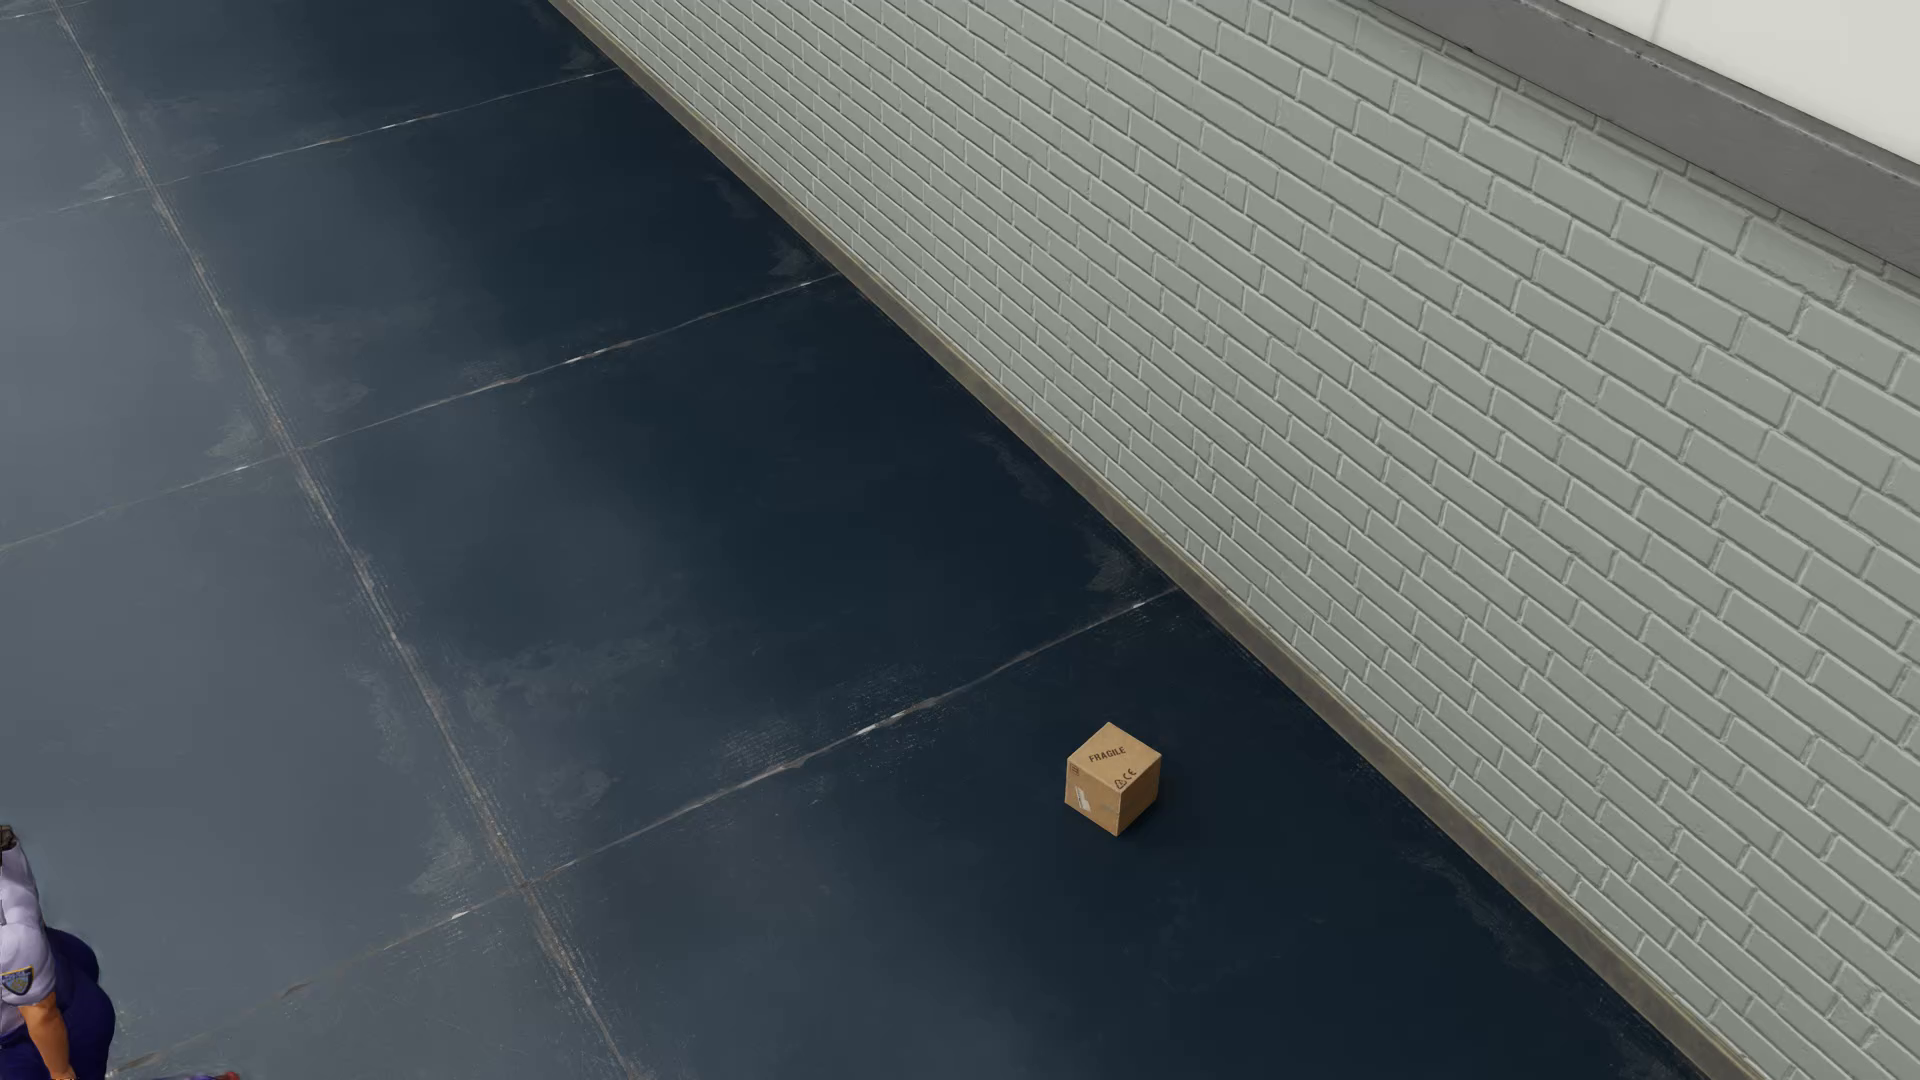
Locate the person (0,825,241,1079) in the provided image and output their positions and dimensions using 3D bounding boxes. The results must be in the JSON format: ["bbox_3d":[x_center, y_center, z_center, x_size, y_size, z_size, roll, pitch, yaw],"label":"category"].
[{"bbox_3d":[-2.522,1.314,4.643,0.626,1.616,0.480,-24,46,-25],"label":"person"}]
